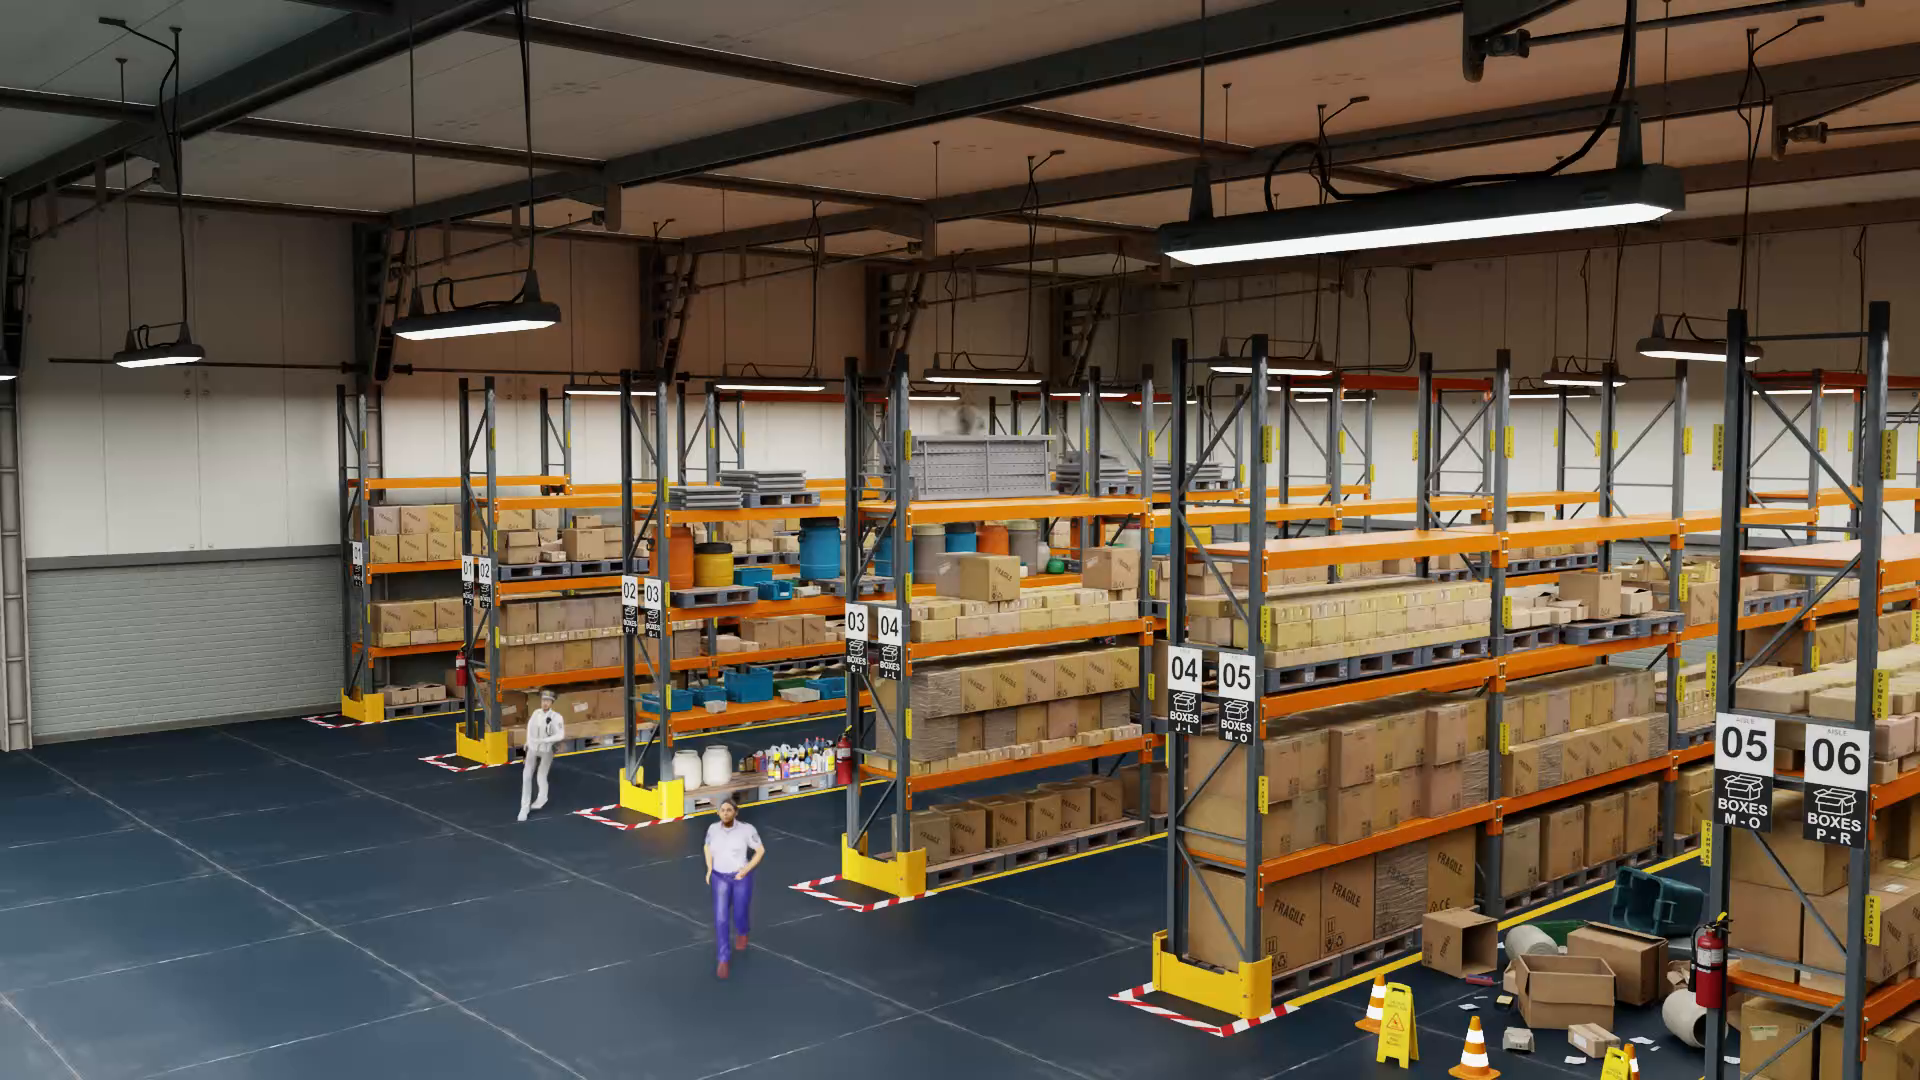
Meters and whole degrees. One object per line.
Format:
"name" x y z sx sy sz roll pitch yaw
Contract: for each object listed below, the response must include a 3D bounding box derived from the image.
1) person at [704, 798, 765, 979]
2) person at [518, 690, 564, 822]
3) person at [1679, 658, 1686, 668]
"person" -2.177 3.307 16.019 0.608 1.665 0.763 0 4 3
"person" -5.595 2.854 22.273 0.611 1.690 0.827 0 4 6
"person" 10.761 2.663 24.961 0.718 1.799 0.664 -3 5 -37
